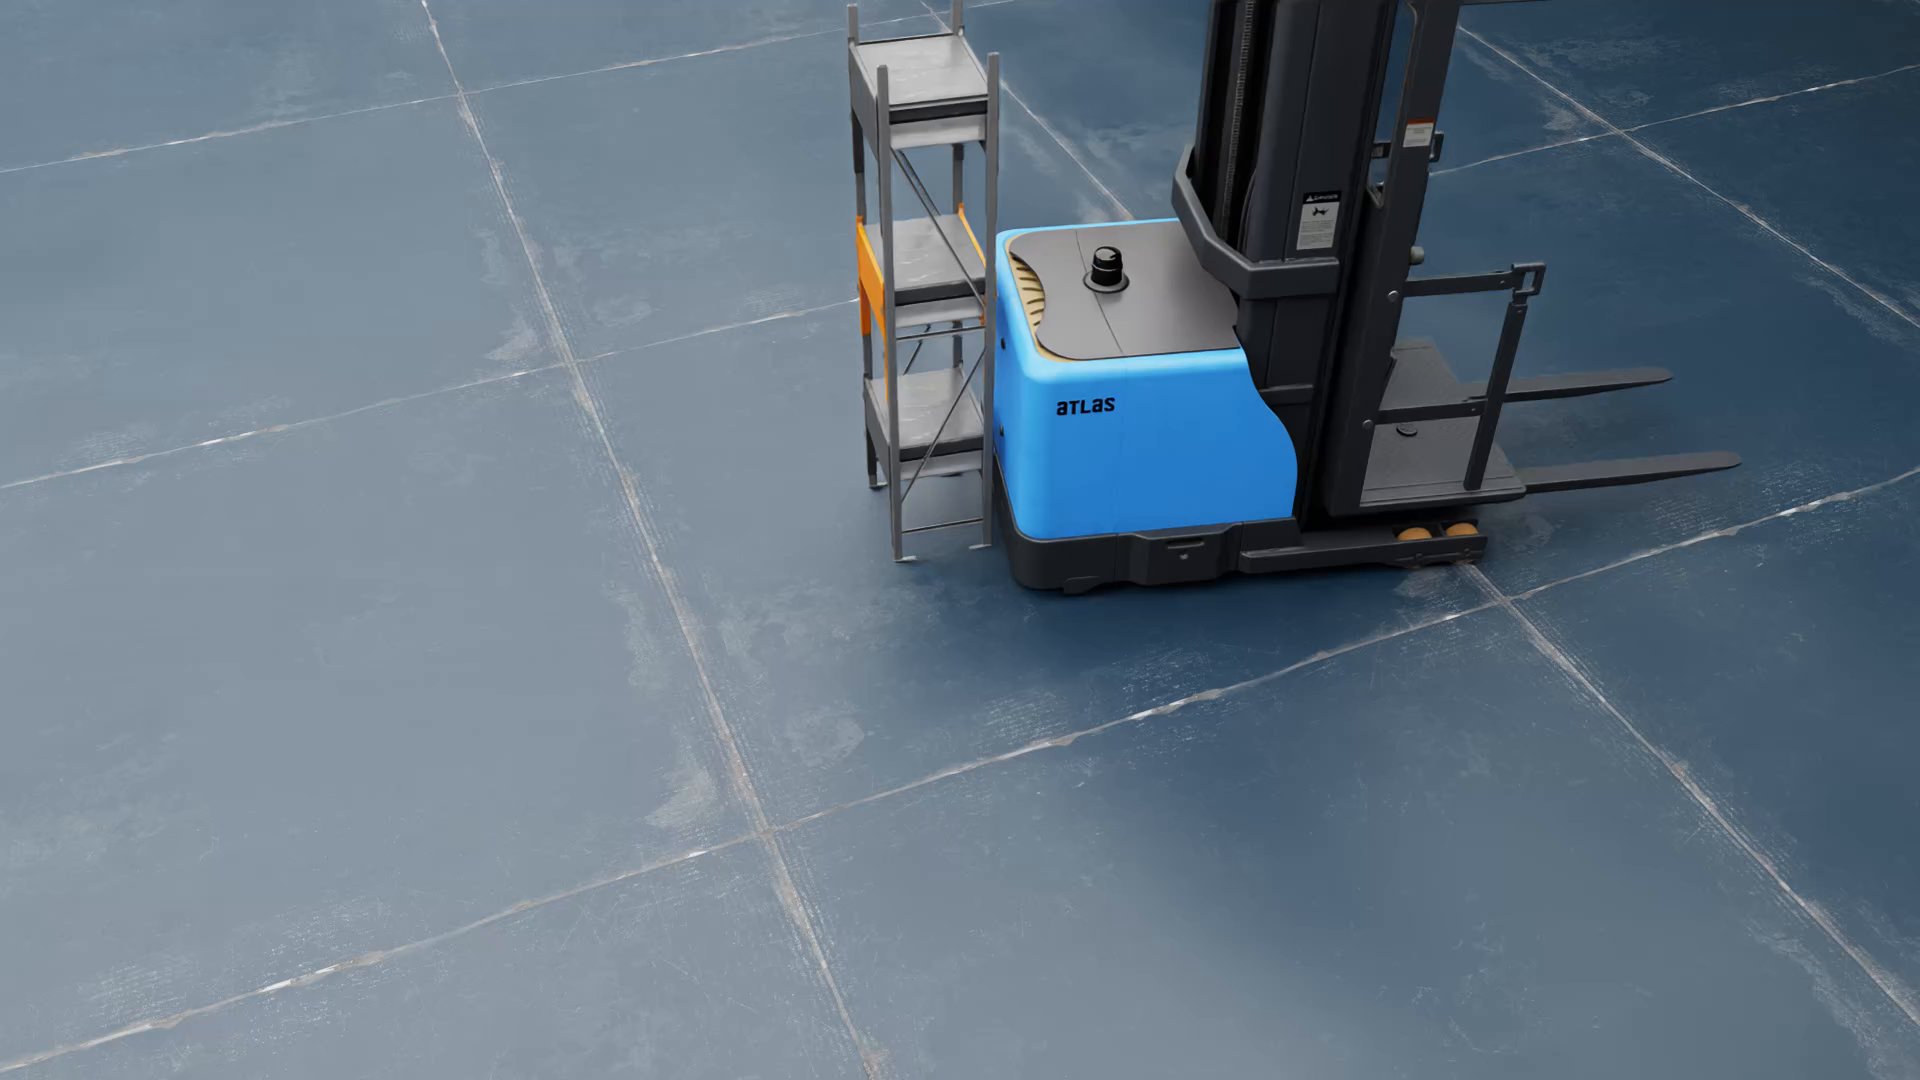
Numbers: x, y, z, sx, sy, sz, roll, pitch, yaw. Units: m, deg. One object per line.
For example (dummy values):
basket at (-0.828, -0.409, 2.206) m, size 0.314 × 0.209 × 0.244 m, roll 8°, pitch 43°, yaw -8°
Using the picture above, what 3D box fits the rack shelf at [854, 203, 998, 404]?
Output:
rack shelf at (-0.129, -0.883, 6.188) m, size 0.431 × 0.518 × 0.480 m, roll -9°, pitch 42°, yaw -11°

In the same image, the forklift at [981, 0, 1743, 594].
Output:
forklift at (1.647, -1.334, 6.054) m, size 3.031 × 2.935 × 1.130 m, roll -5°, pitch 41°, yaw -6°

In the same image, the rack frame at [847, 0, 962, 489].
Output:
rack frame at (-0.188, -1.048, 6.358) m, size 0.400 × 2.100 × 0.015 m, roll -9°, pitch 42°, yaw -11°

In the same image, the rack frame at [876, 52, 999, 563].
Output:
rack frame at (-0.070, -0.739, 5.999) m, size 0.400 × 2.100 × 0.015 m, roll -9°, pitch 42°, yaw -11°

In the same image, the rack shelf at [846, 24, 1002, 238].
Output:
rack shelf at (-0.129, -1.414, 5.731) m, size 0.431 × 0.518 × 0.480 m, roll -9°, pitch 42°, yaw -11°

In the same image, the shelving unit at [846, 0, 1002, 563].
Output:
shelving unit at (-0.129, -0.894, 6.179) m, size 0.431 × 2.100 × 0.503 m, roll -9°, pitch 42°, yaw -11°

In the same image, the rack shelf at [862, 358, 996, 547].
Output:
rack shelf at (-0.129, -0.353, 6.644) m, size 0.431 × 0.518 × 0.480 m, roll -9°, pitch 42°, yaw -11°
